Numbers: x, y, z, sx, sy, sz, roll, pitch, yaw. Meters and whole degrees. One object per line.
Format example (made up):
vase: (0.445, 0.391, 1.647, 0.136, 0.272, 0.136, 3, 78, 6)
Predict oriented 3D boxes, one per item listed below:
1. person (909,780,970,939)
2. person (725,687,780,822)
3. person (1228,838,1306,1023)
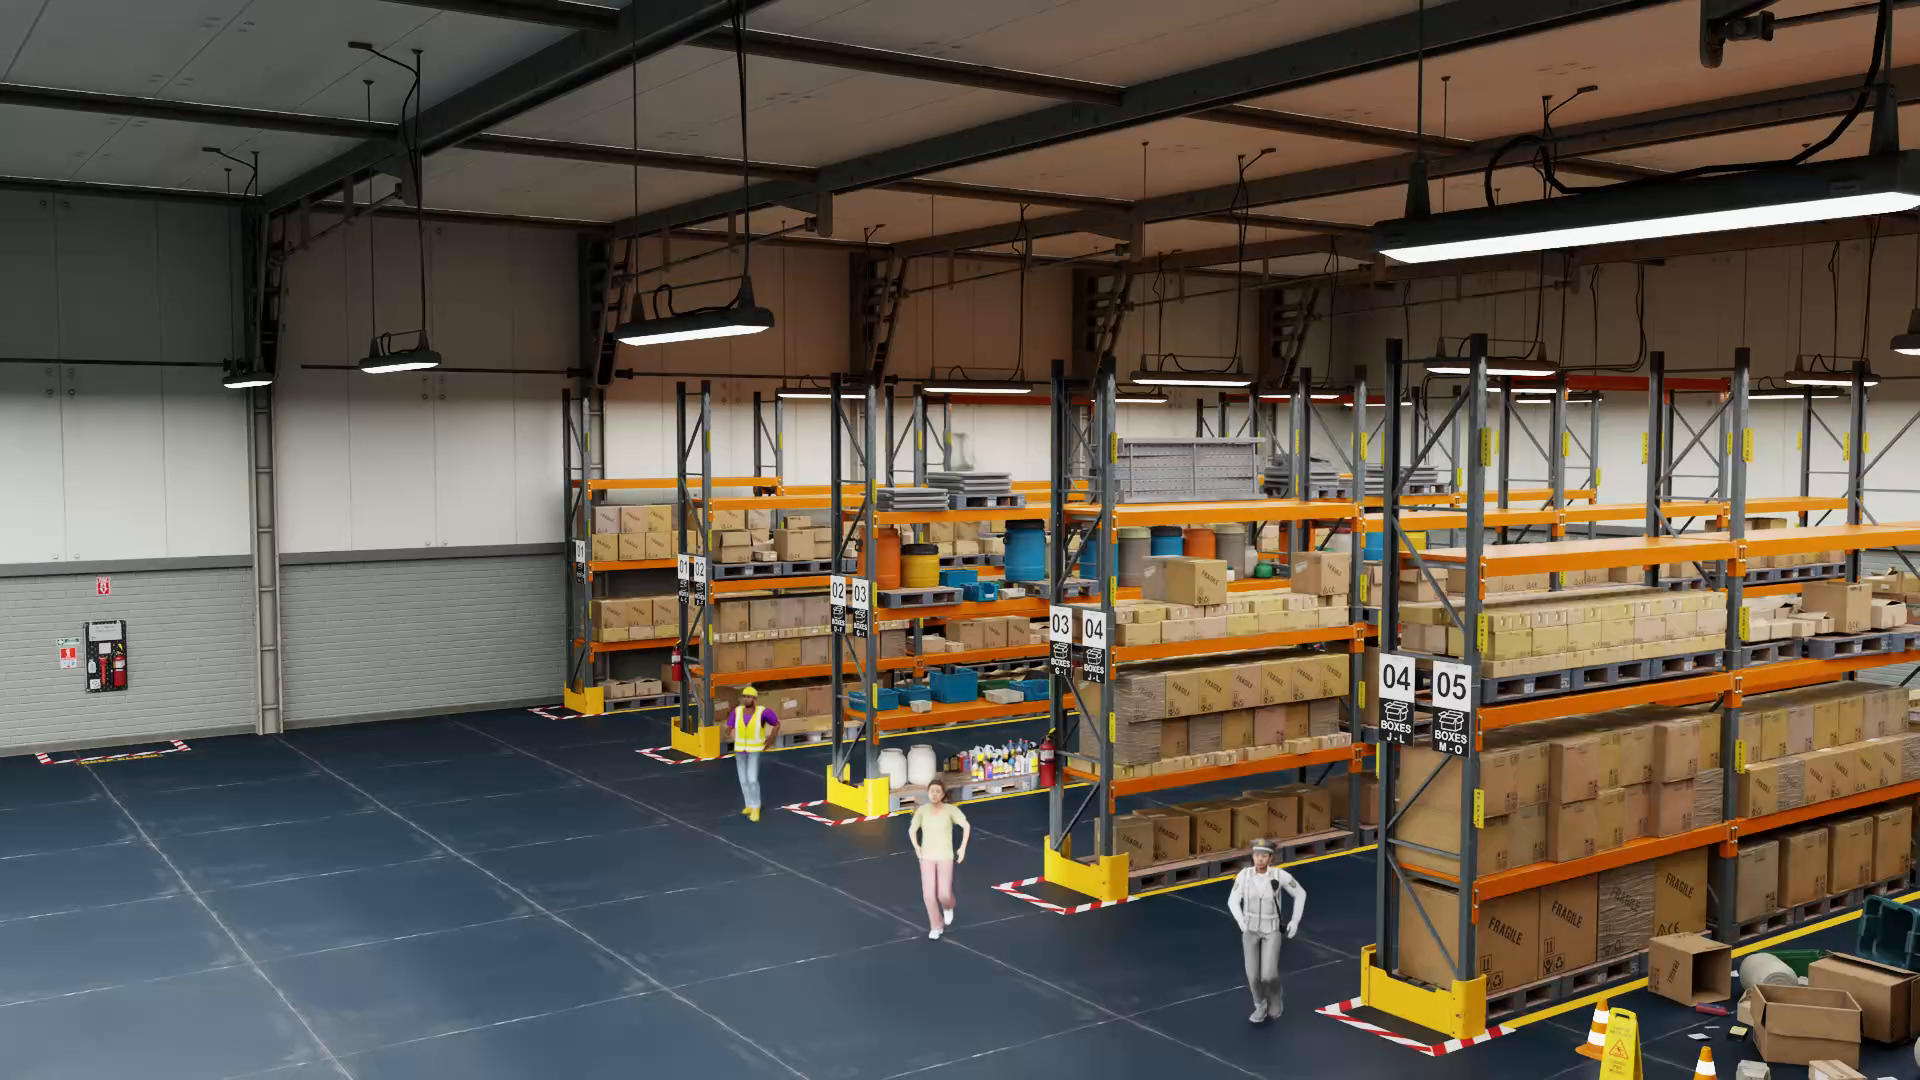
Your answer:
person: (-0.222, 3.254, 17.045, 0.620, 1.626, 0.575, 1, 4, 8)
person: (-2.830, 2.867, 22.258, 0.698, 1.810, 0.655, 1, 4, 16)
person: (2.639, 3.402, 14.430, 0.653, 1.652, 0.563, 1, 4, 21)
